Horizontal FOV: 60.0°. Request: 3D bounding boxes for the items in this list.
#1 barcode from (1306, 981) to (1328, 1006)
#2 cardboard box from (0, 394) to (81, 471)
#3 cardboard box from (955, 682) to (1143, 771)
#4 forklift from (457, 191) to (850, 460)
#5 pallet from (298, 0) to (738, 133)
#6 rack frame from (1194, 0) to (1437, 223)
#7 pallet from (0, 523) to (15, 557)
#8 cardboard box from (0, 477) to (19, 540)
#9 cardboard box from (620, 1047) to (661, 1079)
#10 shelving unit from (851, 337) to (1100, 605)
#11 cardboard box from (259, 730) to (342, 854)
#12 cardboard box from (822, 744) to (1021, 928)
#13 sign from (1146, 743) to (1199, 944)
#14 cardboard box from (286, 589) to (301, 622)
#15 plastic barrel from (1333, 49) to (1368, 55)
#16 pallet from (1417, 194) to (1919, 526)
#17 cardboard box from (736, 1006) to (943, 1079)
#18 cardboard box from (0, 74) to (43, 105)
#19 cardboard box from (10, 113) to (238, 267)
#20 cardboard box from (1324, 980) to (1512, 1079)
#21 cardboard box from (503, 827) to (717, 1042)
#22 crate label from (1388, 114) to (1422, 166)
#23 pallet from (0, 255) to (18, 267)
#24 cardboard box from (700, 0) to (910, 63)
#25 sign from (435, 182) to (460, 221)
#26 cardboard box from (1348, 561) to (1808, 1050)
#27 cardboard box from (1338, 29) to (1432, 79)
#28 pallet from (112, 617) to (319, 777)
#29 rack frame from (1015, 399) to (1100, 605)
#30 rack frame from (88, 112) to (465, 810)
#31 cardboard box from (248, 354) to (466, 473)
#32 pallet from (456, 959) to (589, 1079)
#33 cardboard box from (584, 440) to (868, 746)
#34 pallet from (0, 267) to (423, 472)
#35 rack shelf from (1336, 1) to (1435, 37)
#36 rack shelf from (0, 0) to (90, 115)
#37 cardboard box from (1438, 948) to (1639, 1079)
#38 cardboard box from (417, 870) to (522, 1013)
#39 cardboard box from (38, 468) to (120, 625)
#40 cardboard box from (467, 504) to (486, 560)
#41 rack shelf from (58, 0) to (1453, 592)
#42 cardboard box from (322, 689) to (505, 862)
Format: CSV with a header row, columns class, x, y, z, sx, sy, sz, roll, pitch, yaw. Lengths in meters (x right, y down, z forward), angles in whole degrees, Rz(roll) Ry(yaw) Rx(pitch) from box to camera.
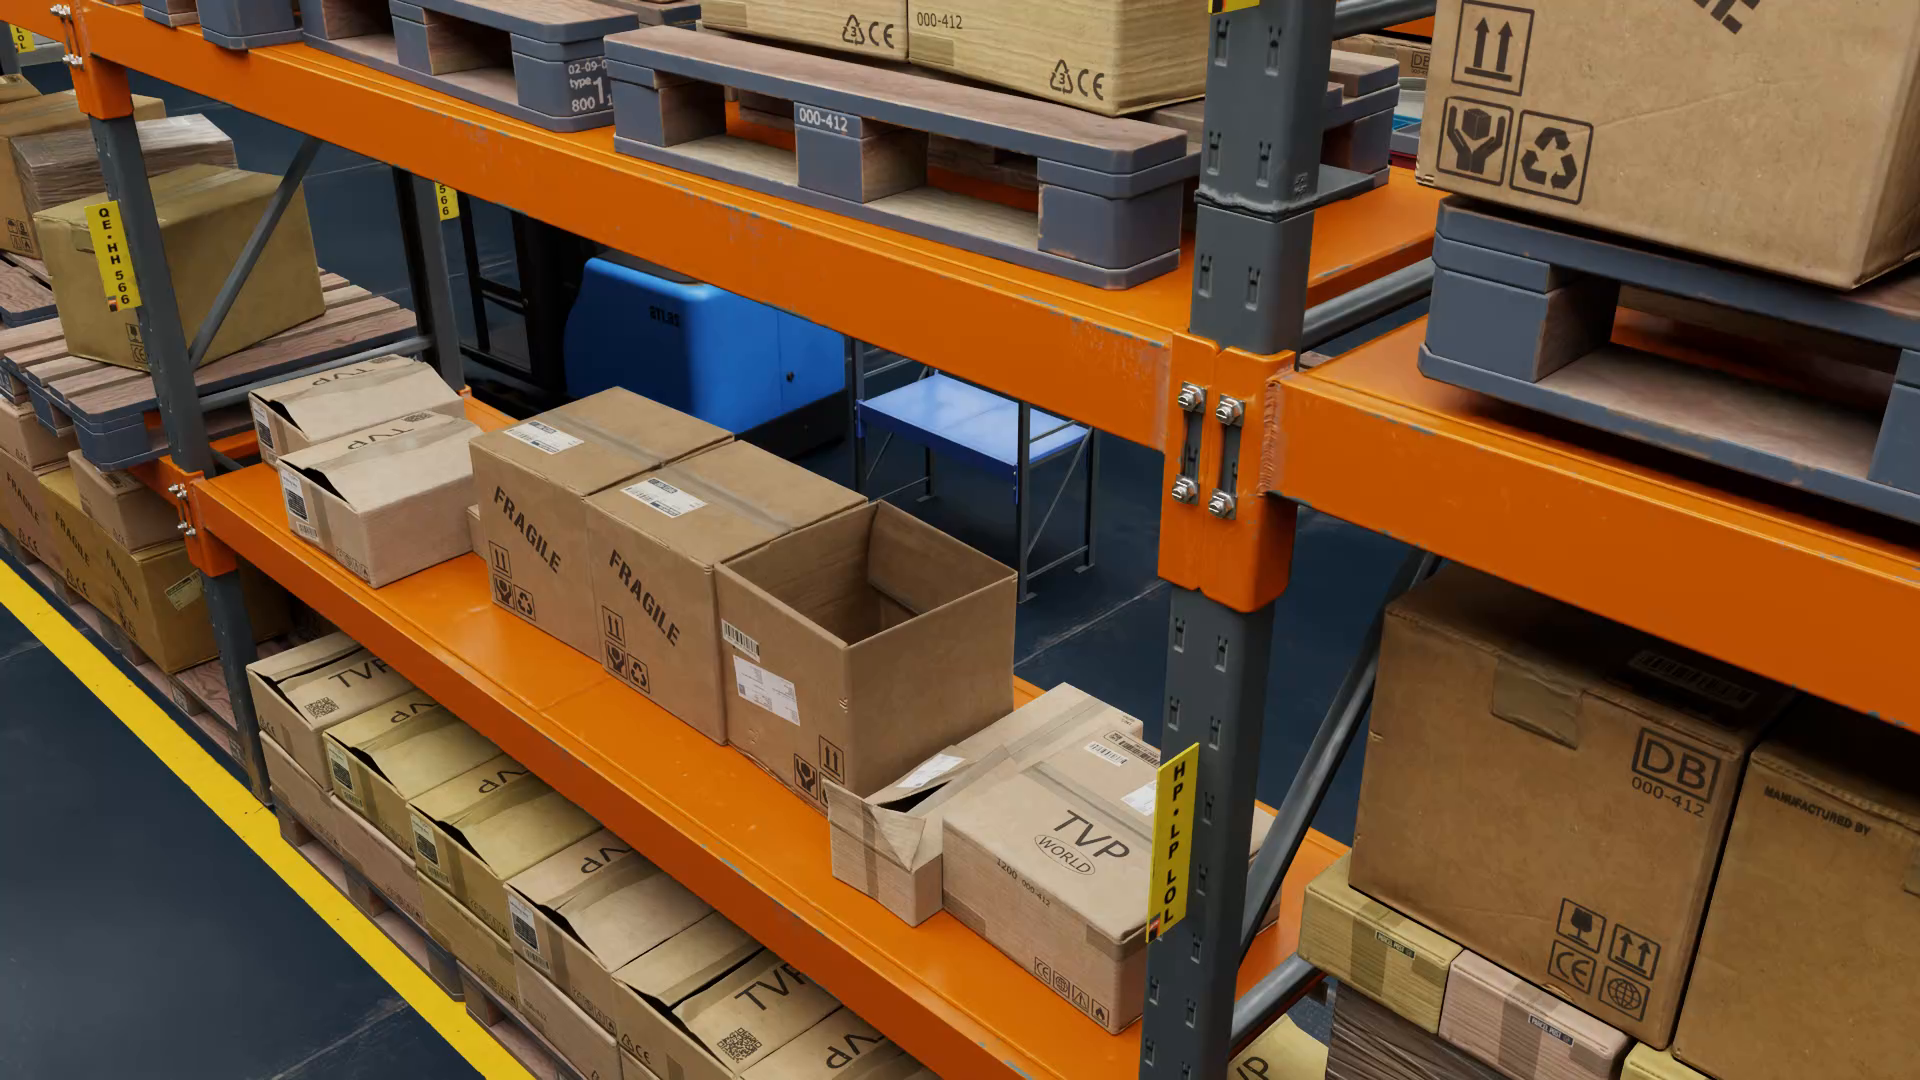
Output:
class,x,y,z,sx,sy,sz,roll,pitch,yaw
barcode,0.804,1.017,3.775,0.075,0.075,0.001,25,36,38
cardboard box,-3.765,-0.551,6.981,0.500,0.250,0.500,24,36,37
cardboard box,0.206,0.506,3.835,0.250,0.149,0.380,25,36,38
forklift,-2.026,-2.094,8.583,3.031,2.935,1.130,21,35,35
pallet,-0.812,-1.242,3.869,1.003,0.211,1.213,-23,36,-37
rack frame,0.694,-1.904,1.701,0.127,3.000,1.000,25,36,38
pallet,-4.404,-0.372,8.230,1.213,0.211,1.003,25,36,38
cardboard box,-4.097,-0.372,7.449,0.500,0.500,0.500,-25,37,-39
cardboard box,-0.529,1.411,4.346,0.500,0.250,0.500,-24,36,-38
shelving unit,0.061,-0.636,7.348,1.048,1.500,0.538,25,36,38
cardboard box,-1.991,0.746,5.612,0.500,0.250,0.500,24,36,38
cardboard box,-0.062,0.585,3.559,0.258,0.266,0.396,24,36,37
sign,0.321,0.457,2.498,0.005,0.325,0.100,25,36,38
cardboard box,-2.660,-0.054,6.843,0.500,0.500,0.500,23,35,37
plastic barrel,1.861,-2.206,8.575,0.708,0.536,0.600,25,36,38
pallet,1.320,-0.267,1.907,1.213,0.211,1.003,25,36,38
cardboard box,-0.171,1.330,3.899,0.500,0.311,0.500,-24,36,-38
cardboard box,-4.295,-1.657,7.119,0.700,0.500,0.500,-19,33,-32
cardboard box,-3.205,-1.314,6.466,0.700,0.500,0.500,-18,33,-30
cardboard box,1.015,0.850,2.803,0.500,0.500,0.700,23,36,37
cardboard box,-0.881,1.001,4.524,0.500,0.311,0.500,24,36,38
crate label,1.836,-1.798,7.908,0.616,0.435,0.502,25,36,38
pallet,-4.517,-1.477,7.542,1.213,0.211,1.003,25,36,38
cardboard box,-0.132,-1.078,3.064,0.500,0.250,0.500,21,34,34
sign,-1.771,-1.251,5.663,0.005,0.325,0.100,25,36,38
cardboard box,1.015,0.276,2.501,0.500,0.500,0.700,25,37,39
cardboard box,3.682,-3.611,13.226,0.875,0.875,1.225,25,36,39
pallet,-2.664,0.425,6.716,1.213,0.211,1.003,25,36,38
rack frame,0.423,-0.470,7.033,0.032,1.500,0.500,25,36,38
rack frame,-2.158,-0.554,5.580,0.127,3.000,1.000,25,36,38
cardboard box,-1.929,-0.381,5.347,0.500,0.311,0.500,-23,35,-36
pallet,-0.733,1.360,4.936,1.213,0.211,1.003,25,36,38
cardboard box,-0.575,0.116,4.199,0.500,0.500,0.500,25,36,38
pallet,-2.691,-0.667,6.001,1.003,0.211,1.213,25,36,38
rack shelf,3.364,-4.174,13.238,4.000,0.370,1.077,25,36,38
rack shelf,-3.584,-2.215,6.290,4.000,0.370,1.077,25,36,38
cardboard box,0.929,0.654,2.479,0.380,0.149,0.250,-25,36,-38
cardboard box,-1.257,1.077,4.981,0.500,0.250,0.500,23,36,37
cardboard box,-3.358,-0.038,6.813,0.500,0.500,0.500,23,35,37
cardboard box,-1.209,-0.045,4.882,0.380,0.149,0.250,-22,35,-36
rack shelf,-0.732,-0.910,3.808,4.000,0.370,1.077,25,36,38
cardboard box,-1.610,0.666,5.160,0.500,0.311,0.500,24,36,37
